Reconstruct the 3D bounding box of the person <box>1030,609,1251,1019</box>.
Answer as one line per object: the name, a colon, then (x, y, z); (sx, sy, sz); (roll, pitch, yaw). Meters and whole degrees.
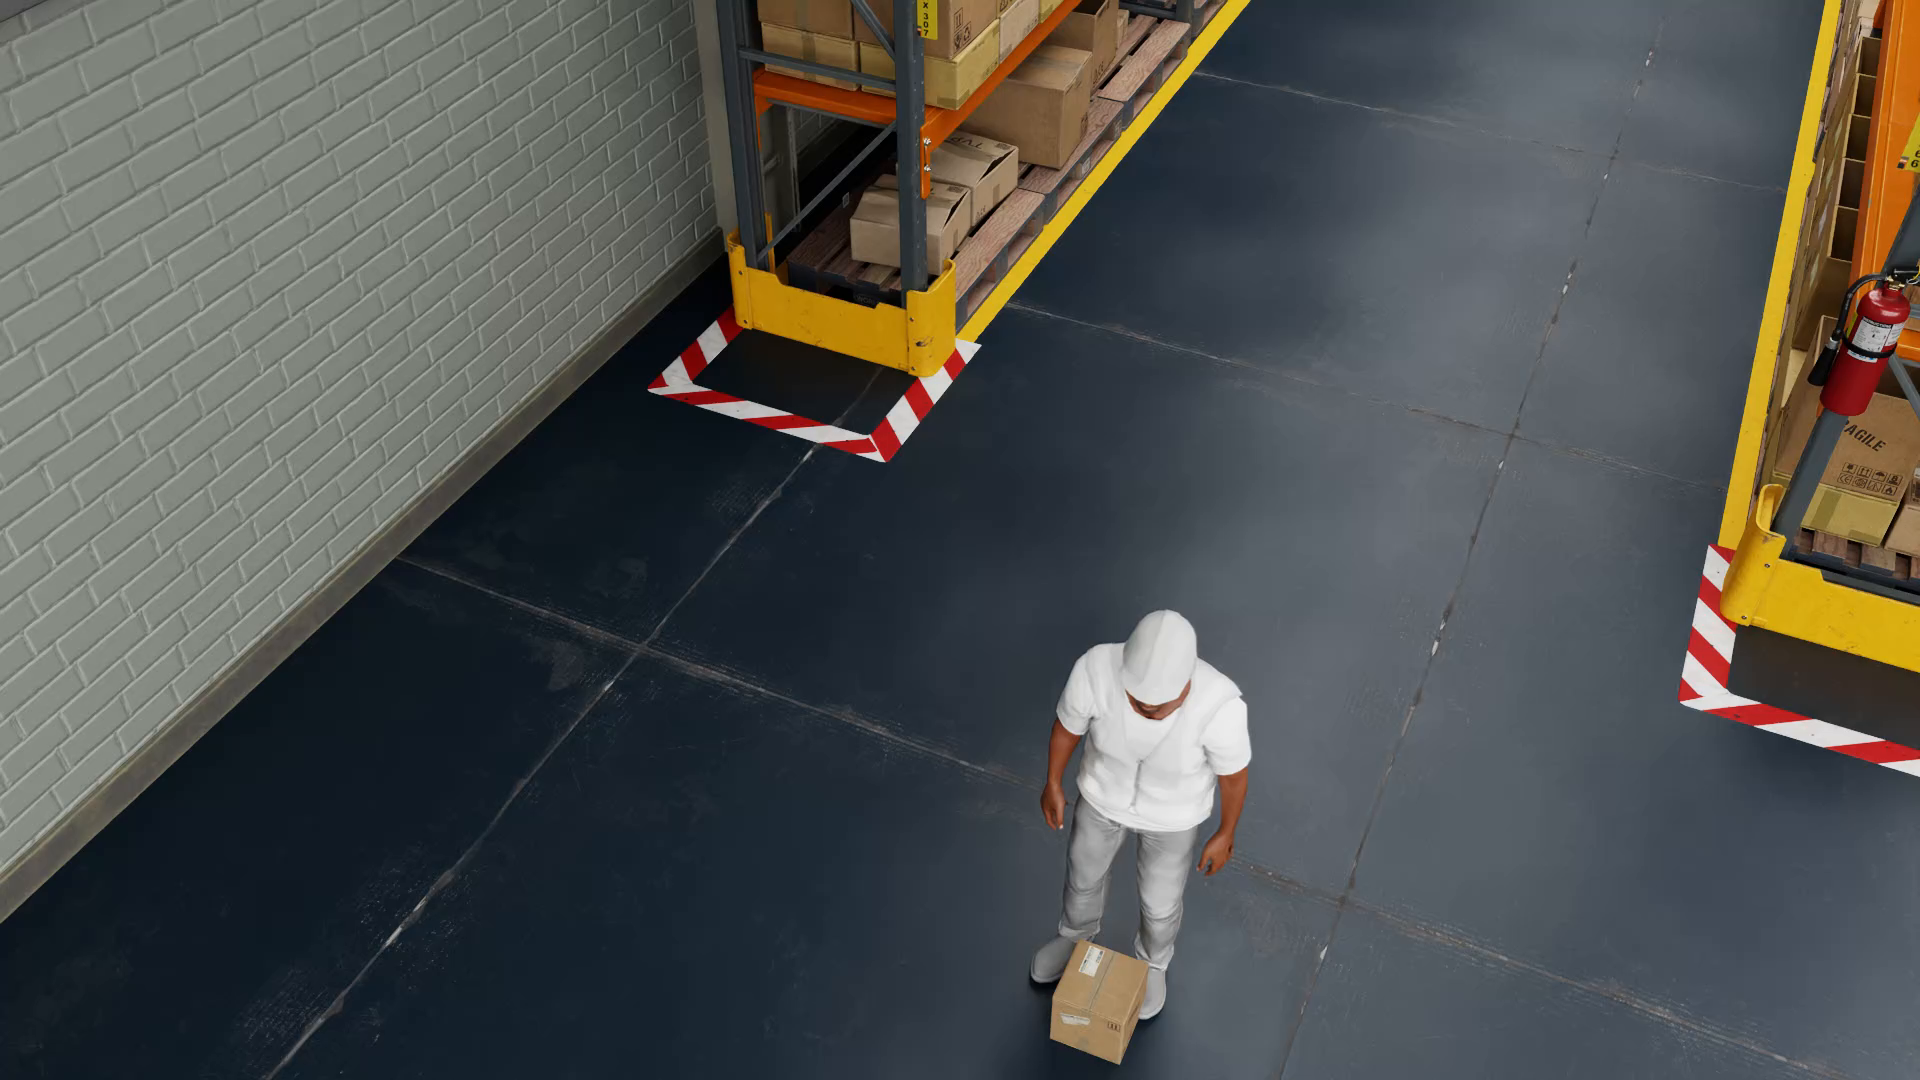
person: (0.559, 0.840, 5.205); (0.631, 1.759, 0.461); (15, 44, 16)
